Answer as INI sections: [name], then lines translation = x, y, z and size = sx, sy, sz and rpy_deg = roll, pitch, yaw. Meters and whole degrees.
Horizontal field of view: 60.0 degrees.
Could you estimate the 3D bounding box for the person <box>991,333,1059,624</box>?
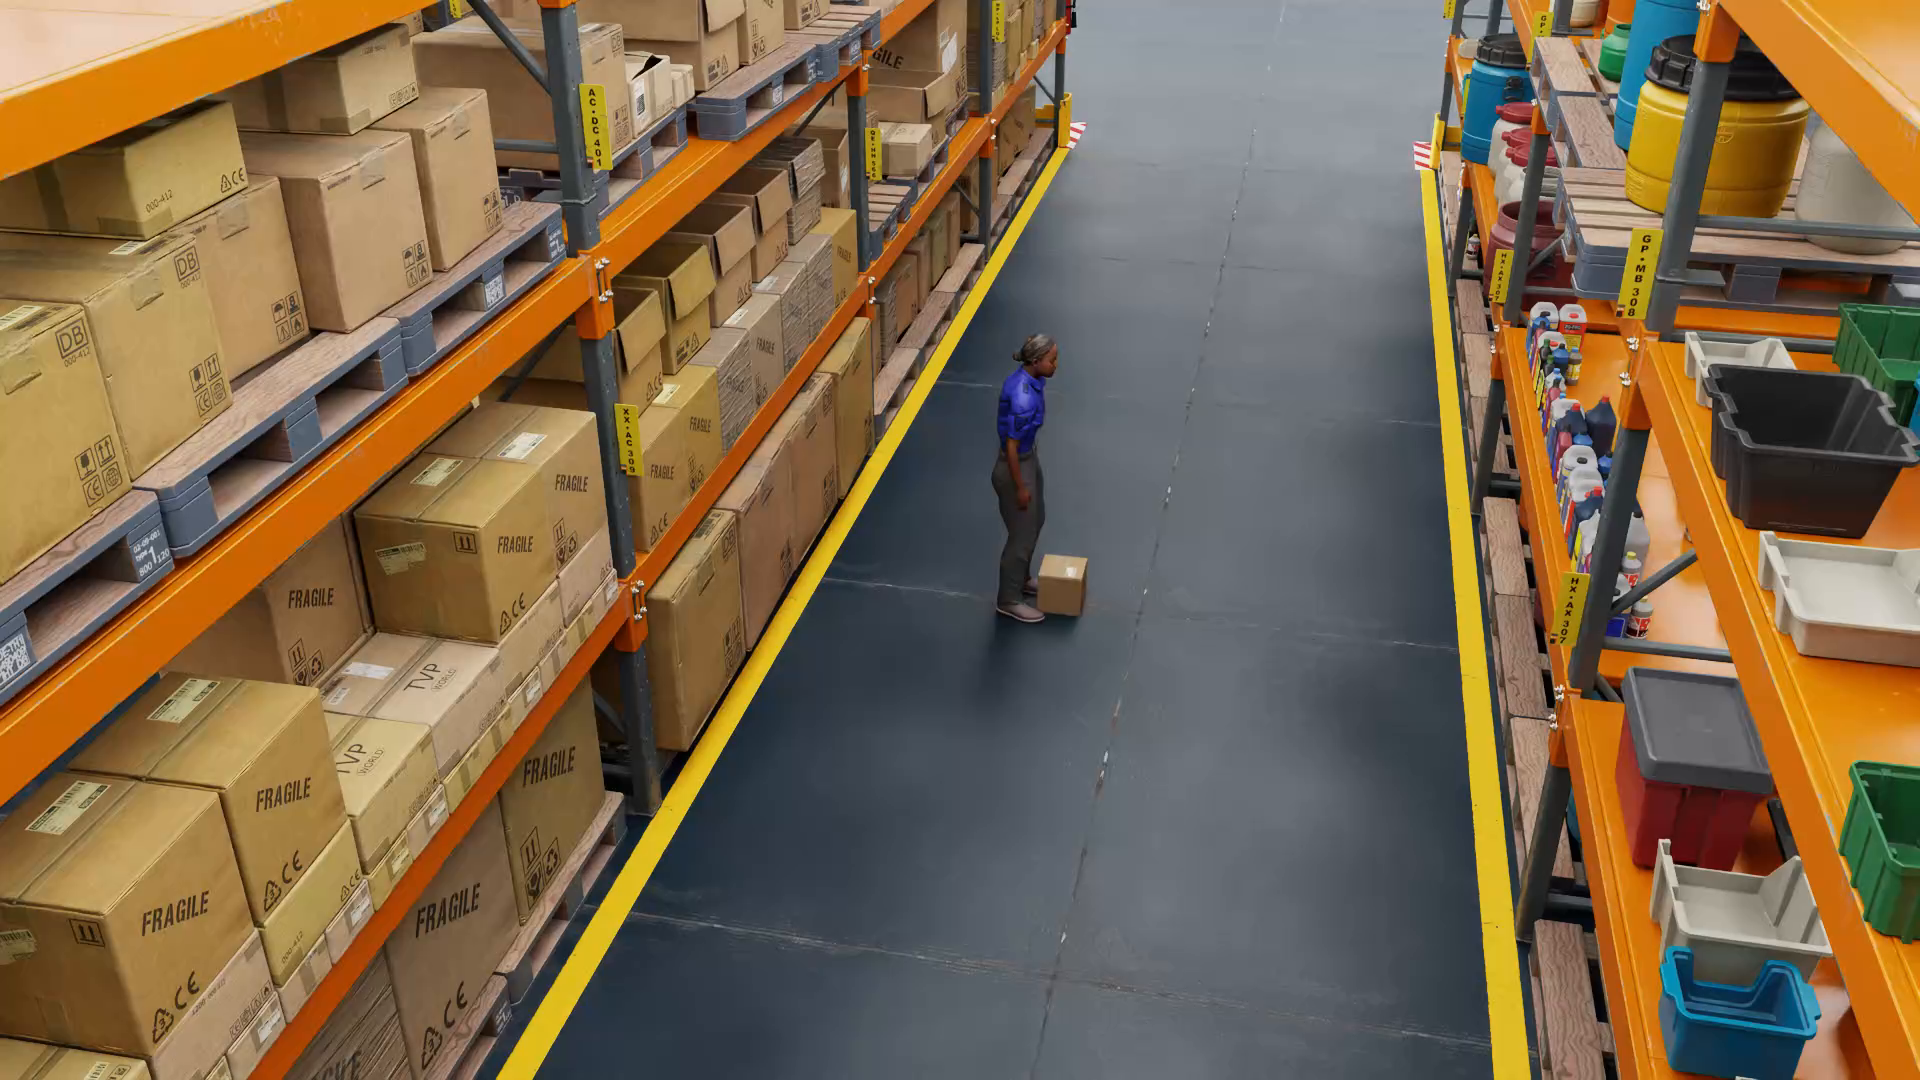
[person]
translation = 0.357, -0.373, 9.292
size = 0.348, 1.653, 0.521
rpy_deg = 5, 29, 9
